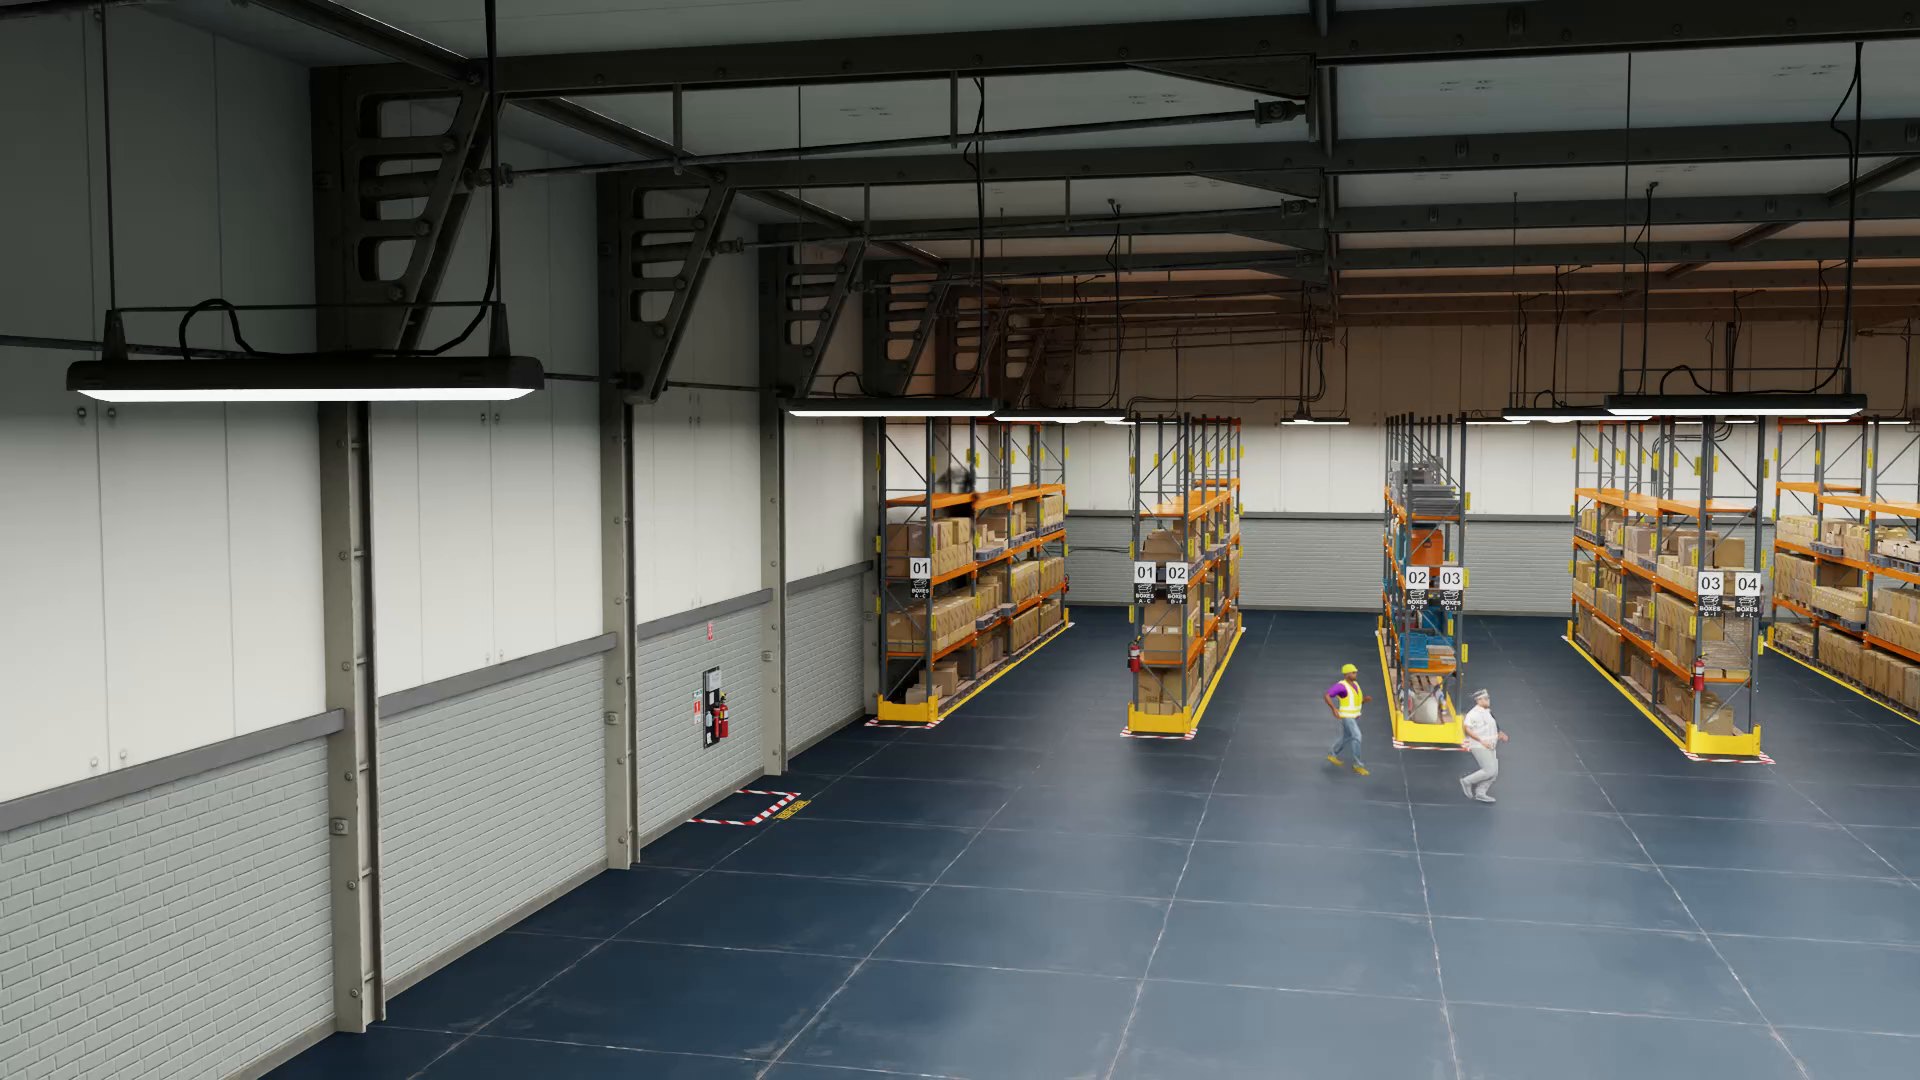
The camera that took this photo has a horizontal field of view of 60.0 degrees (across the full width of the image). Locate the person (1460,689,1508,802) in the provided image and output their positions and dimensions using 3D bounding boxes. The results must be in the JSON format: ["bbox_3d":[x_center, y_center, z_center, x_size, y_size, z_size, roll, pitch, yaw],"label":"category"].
[{"bbox_3d":[8.006,3.134,25.390,0.608,1.733,0.658,3,5,37],"label":"person"}]

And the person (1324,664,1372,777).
[{"bbox_3d":[6.456,2.958,27.582,0.871,1.806,0.685,3,5,40],"label":"person"}]

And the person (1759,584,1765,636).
[{"bbox_3d":[21.435,1.930,44.711,0.504,1.538,0.590,0,4,-5],"label":"person"}]

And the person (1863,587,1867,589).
[{"bbox_3d":[23.239,1.975,42.721,0.697,1.762,0.741,1,4,15],"label":"person"}]
